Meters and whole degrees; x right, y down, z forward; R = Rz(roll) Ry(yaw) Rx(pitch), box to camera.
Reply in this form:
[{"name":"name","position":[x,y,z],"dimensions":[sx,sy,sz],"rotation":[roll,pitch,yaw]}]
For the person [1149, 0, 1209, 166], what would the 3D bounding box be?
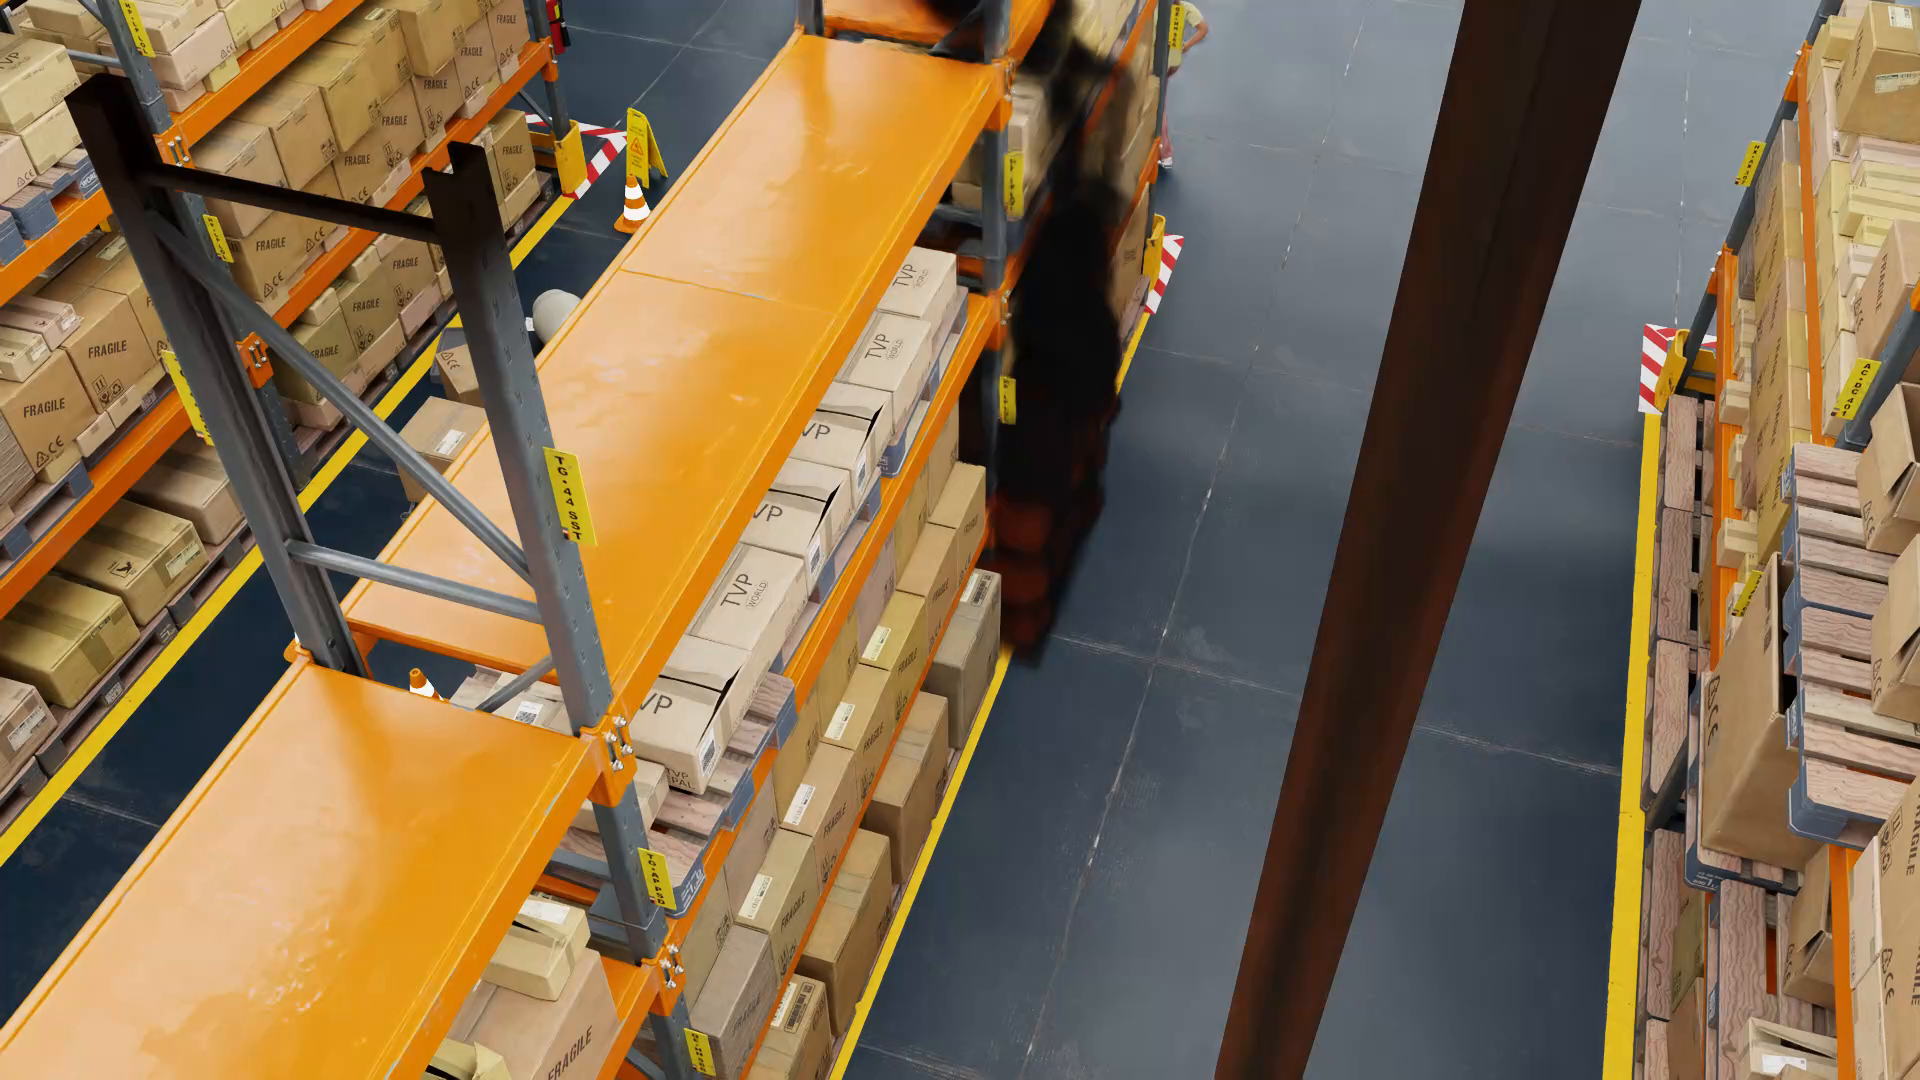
[{"name":"person","position":[1.672,-3.936,13.826],"dimensions":[0.571,1.704,0.659],"rotation":[-19,49,-18]}]
